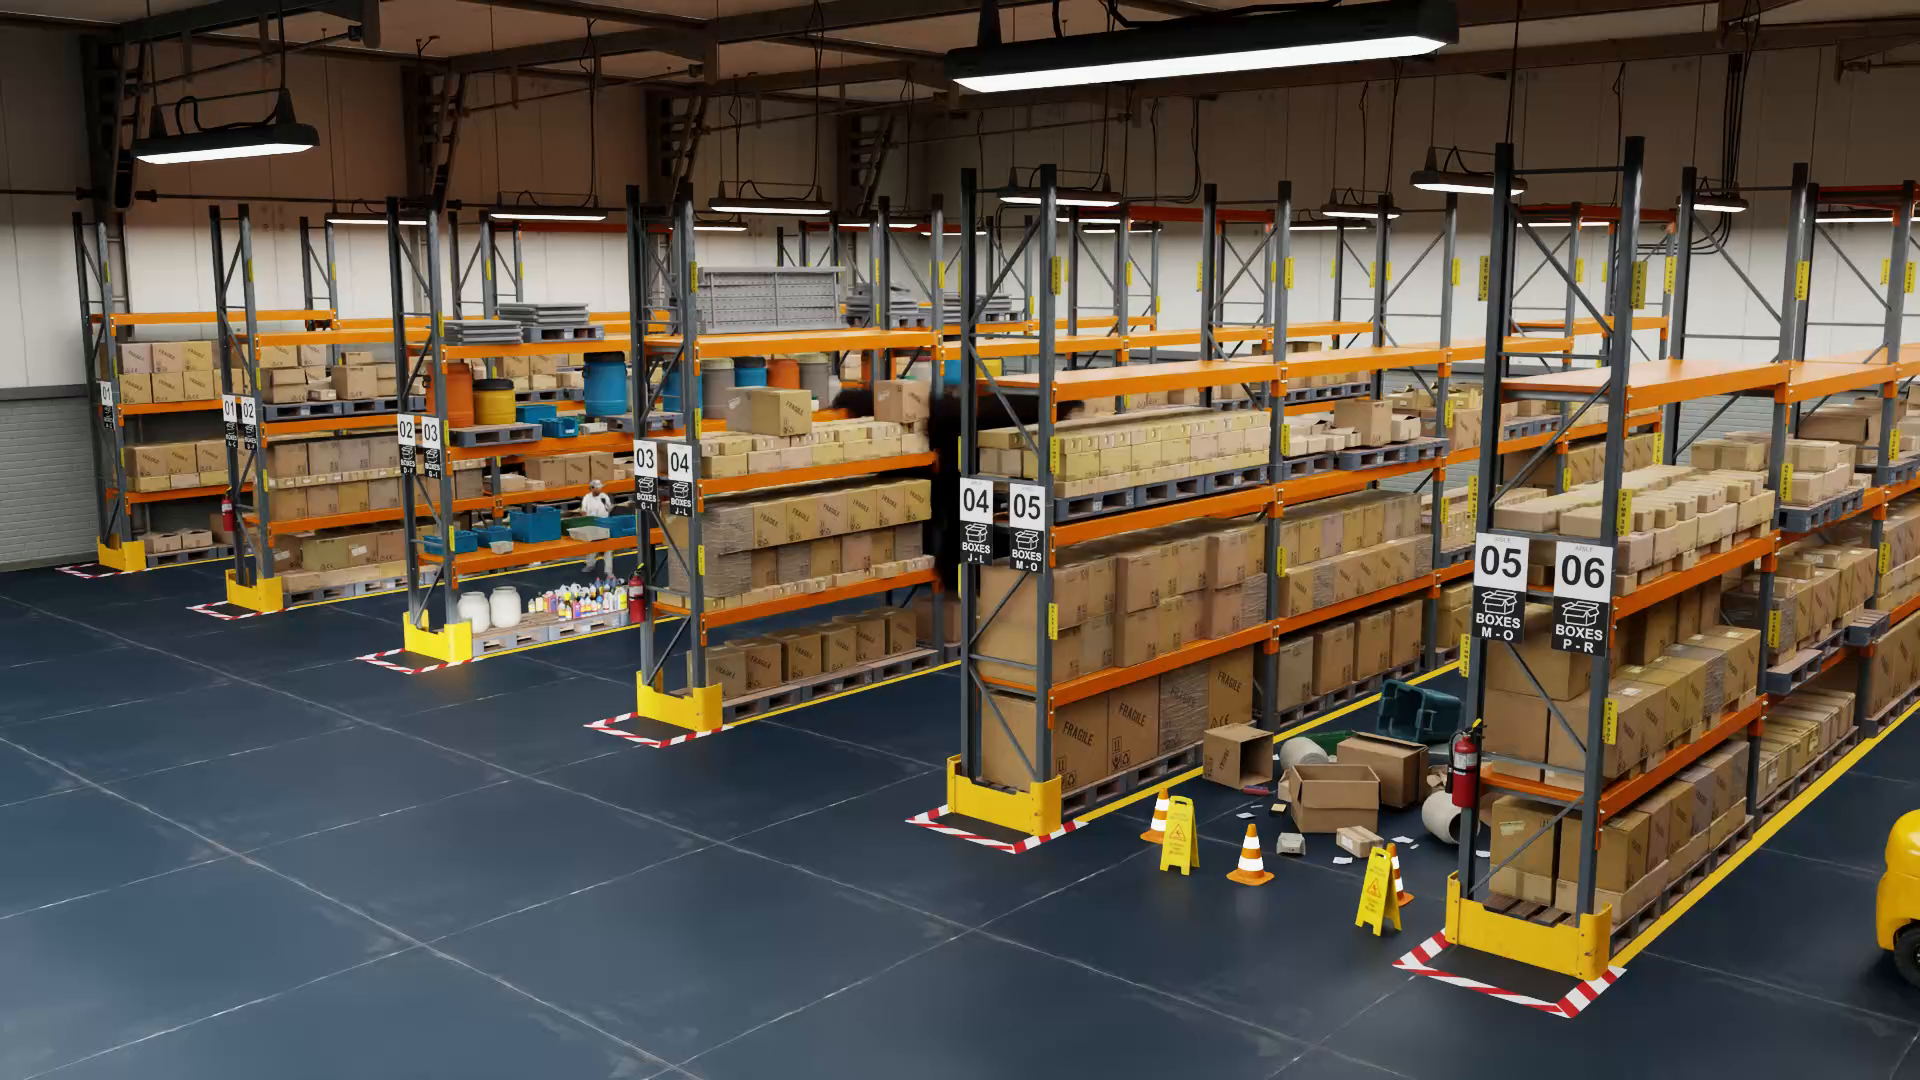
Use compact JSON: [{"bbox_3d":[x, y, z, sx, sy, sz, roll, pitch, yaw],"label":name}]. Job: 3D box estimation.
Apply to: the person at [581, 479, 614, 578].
[{"bbox_3d":[-6.029,-0.215,27.656,0.631,1.625,0.870,-1,10,-8],"label":"person"}]
